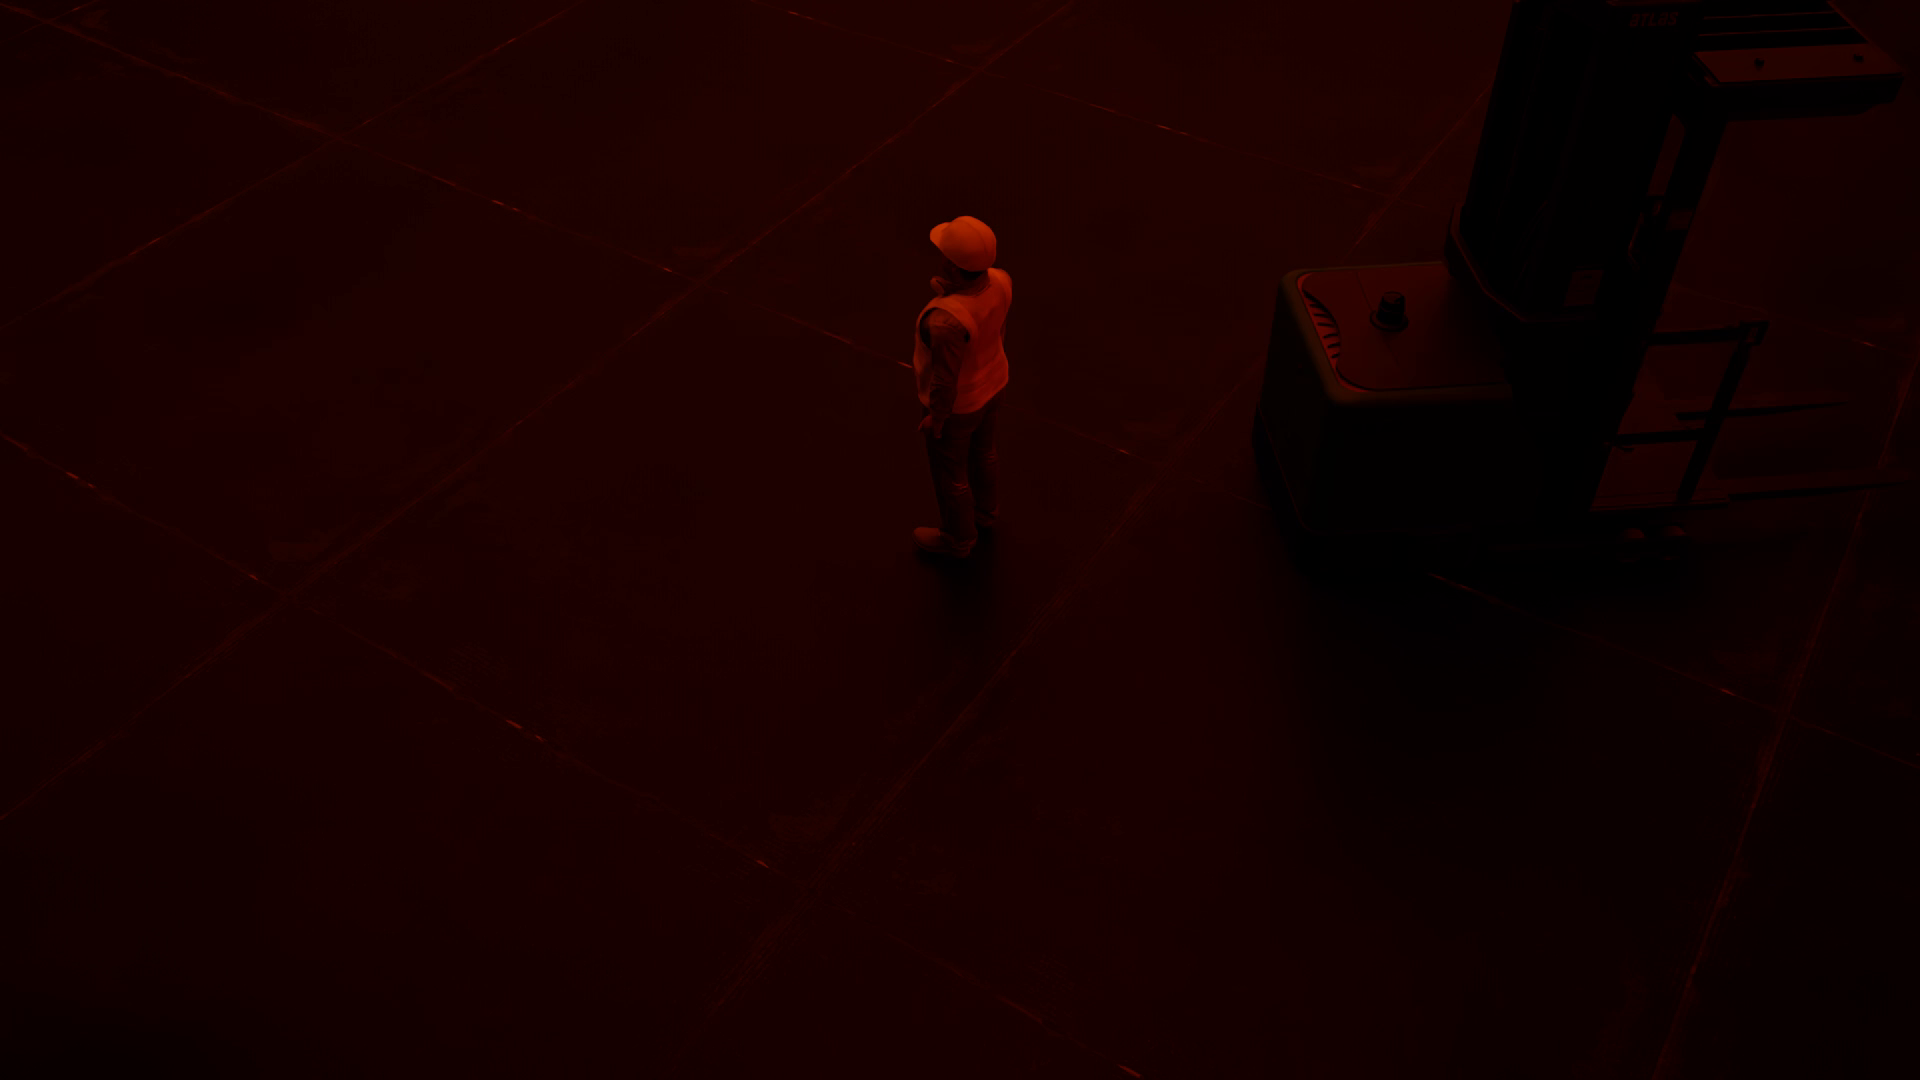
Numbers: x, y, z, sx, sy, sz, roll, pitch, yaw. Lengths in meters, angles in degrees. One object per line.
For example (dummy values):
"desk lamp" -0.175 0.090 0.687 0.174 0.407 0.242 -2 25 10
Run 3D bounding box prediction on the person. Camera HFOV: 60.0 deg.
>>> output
"person" -0.005 -0.666 7.336 0.373 1.775 0.525 24 48 23

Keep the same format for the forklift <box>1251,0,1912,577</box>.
"forklift" 3.021 -1.317 7.237 3.031 2.935 1.130 -4 44 -4
